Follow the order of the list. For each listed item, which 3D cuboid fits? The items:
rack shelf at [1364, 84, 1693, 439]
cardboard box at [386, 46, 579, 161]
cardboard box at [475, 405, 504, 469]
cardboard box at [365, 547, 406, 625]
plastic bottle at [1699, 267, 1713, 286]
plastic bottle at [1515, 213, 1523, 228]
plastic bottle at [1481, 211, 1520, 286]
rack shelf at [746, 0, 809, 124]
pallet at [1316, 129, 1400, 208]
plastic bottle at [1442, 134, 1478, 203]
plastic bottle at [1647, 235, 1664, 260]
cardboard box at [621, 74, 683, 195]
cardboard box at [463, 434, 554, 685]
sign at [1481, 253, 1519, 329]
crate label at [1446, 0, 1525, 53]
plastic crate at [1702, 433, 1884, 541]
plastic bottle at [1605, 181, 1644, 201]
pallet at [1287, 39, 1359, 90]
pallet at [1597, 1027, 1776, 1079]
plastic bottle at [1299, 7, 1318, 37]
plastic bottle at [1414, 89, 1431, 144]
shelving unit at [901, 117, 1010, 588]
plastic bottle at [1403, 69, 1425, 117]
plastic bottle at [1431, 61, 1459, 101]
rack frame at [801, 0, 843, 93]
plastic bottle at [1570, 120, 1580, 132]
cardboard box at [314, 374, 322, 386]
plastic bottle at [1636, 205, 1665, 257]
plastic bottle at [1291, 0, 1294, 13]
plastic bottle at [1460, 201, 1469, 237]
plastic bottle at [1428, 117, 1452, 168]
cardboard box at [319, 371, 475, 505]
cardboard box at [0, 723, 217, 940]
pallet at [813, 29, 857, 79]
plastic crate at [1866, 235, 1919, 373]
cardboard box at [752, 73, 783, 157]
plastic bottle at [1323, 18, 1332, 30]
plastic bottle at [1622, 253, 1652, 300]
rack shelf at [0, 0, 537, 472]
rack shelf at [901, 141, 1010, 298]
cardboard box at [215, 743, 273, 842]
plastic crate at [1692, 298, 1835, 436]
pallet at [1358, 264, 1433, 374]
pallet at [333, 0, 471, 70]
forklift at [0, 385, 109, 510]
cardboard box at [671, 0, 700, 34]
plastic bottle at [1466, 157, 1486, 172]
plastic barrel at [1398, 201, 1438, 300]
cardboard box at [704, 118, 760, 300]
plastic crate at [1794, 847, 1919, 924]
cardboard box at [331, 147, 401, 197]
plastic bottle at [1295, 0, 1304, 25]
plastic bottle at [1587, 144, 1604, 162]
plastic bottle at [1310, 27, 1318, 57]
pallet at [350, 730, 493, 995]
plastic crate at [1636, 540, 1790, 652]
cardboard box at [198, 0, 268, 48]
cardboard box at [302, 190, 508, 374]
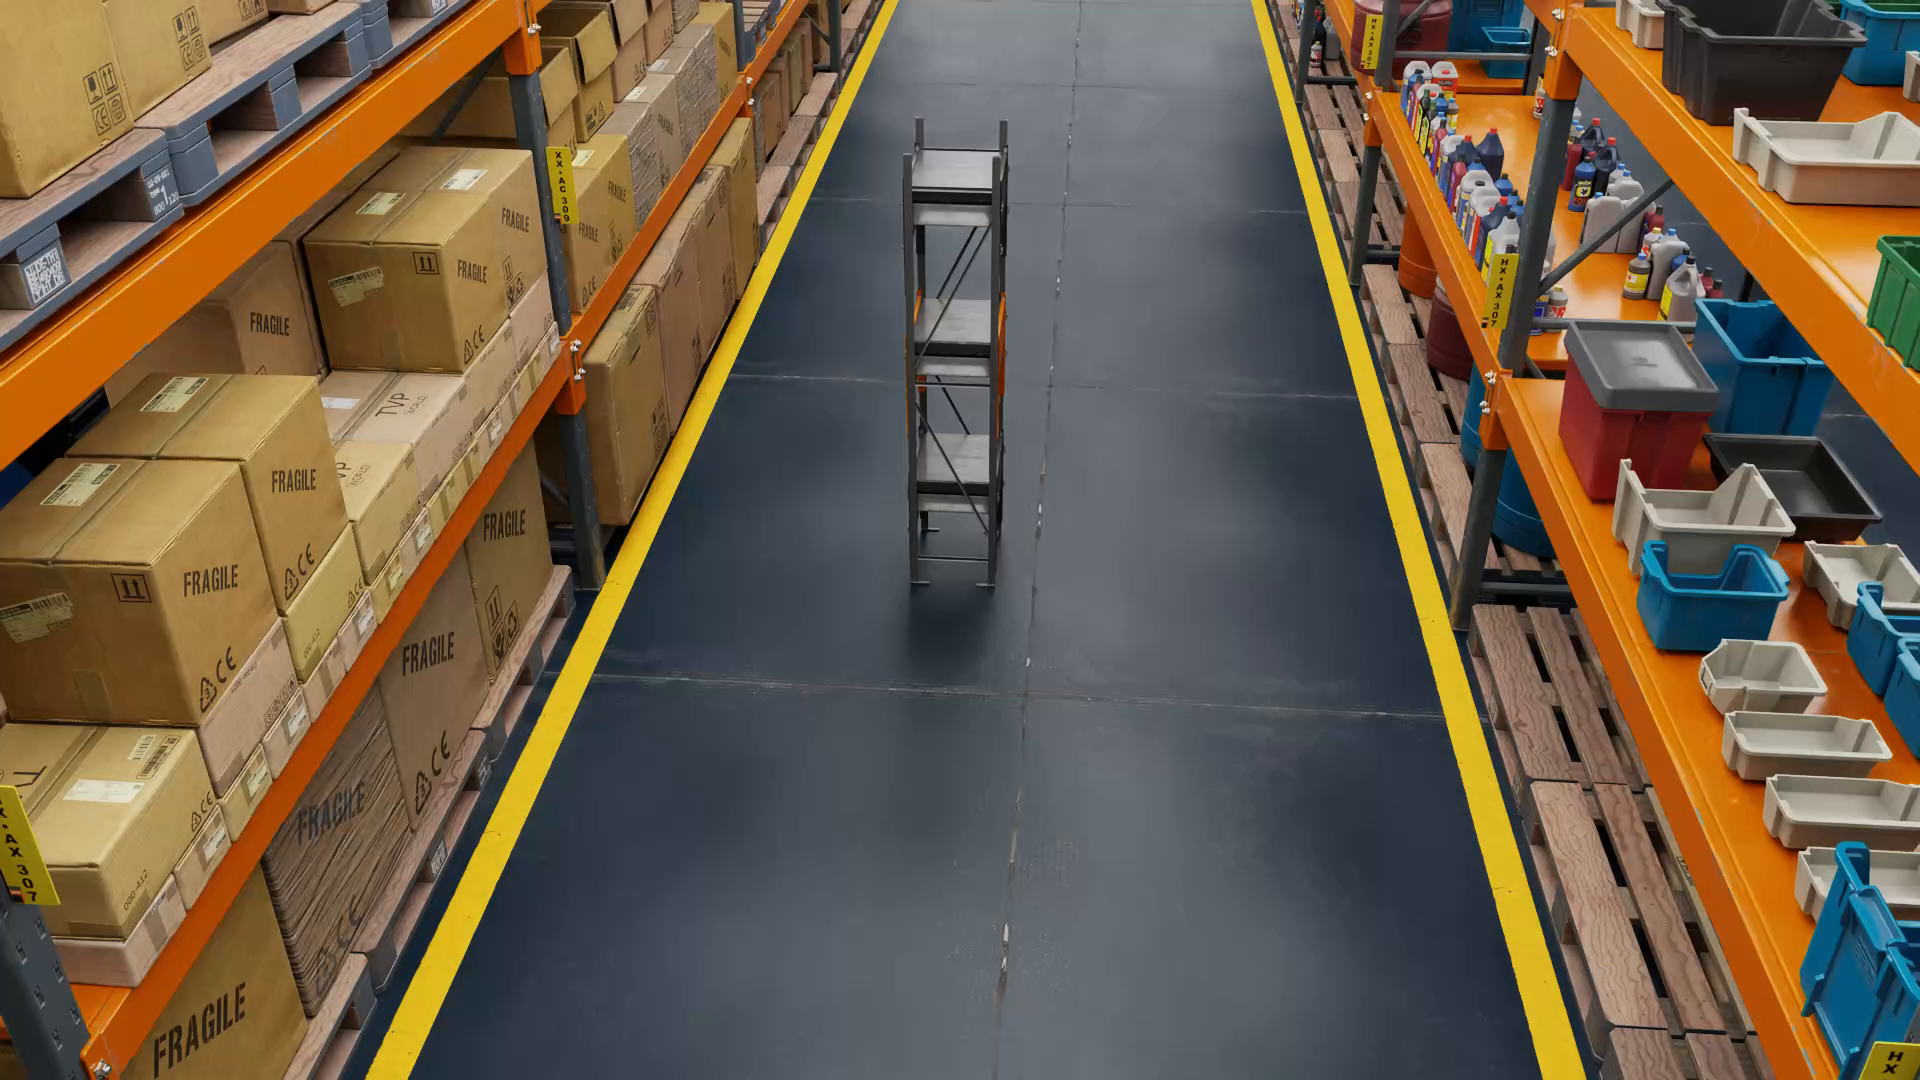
[{"bbox_3d":[2.907,-1.608,8.685,1.077,0.370,4.000,2,32,4],"label":"rack shelf"},{"bbox_3d":[-2.148,-1.884,7.396,0.797,0.503,0.637,2,32,3],"label":"cardboard box"},{"bbox_3d":[-1.953,-0.396,6.273,0.380,0.149,0.250,3,32,5],"label":"cardboard box"},{"bbox_3d":[-2.036,0.143,5.398,0.380,0.149,0.250,2,32,3],"label":"cardboard box"},{"bbox_3d":[3.210,-1.062,7.225,0.061,0.283,0.133,2,32,4],"label":"plastic bottle"},{"bbox_3d":[2.652,-1.432,7.762,0.144,0.351,0.185,2,32,4],"label":"plastic bottle"},{"bbox_3d":[2.493,-1.342,7.615,0.144,0.351,0.185,2,32,4],"label":"plastic bottle"},{"bbox_3d":[-1.704,-3.911,12.423,1.077,0.370,4.000,2,32,4],"label":"rack shelf"},{"bbox_3d":[3.274,-2.812,12.612,1.003,0.211,1.213,2,32,4],"label":"pallet"},{"bbox_3d":[2.583,-1.918,8.550,0.144,0.351,0.185,2,32,4],"label":"plastic bottle"},{"bbox_3d":[3.236,-1.311,7.708,0.097,0.201,0.097,0,32,0],"label":"plastic bottle"},{"bbox_3d":[-1.787,-2.147,8.780,0.500,0.500,0.500,3,32,5],"label":"cardboard box"},{"bbox_3d":[-2.325,-0.012,7.036,0.875,0.875,0.875,2,32,4],"label":"cardboard box"},{"bbox_3d":[2.196,-1.010,6.767,0.100,0.325,0.005,2,32,4],"label":"sign"},{"bbox_3d":[3.421,-3.483,11.009,0.502,0.435,0.616,2,32,4],"label":"crate label"},{"bbox_3d":[2.921,-0.180,5.888,0.437,0.125,0.590,2,32,4],"label":"plastic crate"},{"bbox_3d":[3.256,-1.647,8.181,0.152,0.276,0.135,2,32,4],"label":"plastic bottle"},{"bbox_3d":[3.492,-4.214,14.886,1.003,0.211,1.213,2,32,4],"label":"pallet"},{"bbox_3d":[2.525,1.981,4.834,1.003,0.211,1.213,2,32,4],"label":"pallet"},{"bbox_3d":[3.220,-4.782,15.328,0.152,0.276,0.135,3,32,5],"label":"plastic bottle"},{"bbox_3d":[2.619,-2.388,9.376,0.061,0.283,0.133,2,32,4],"label":"plastic bottle"},{"bbox_3d":[-0.013,-0.807,7.559,0.431,2.100,0.503,2,32,4],"label":"shelving unit"},{"bbox_3d":[2.676,-2.633,9.786,0.097,0.271,0.097,0,32,0],"label":"plastic bottle"},{"bbox_3d":[2.864,-2.688,9.871,0.152,0.276,0.135,2,32,4],"label":"plastic bottle"},{"bbox_3d":[-1.541,-5.263,13.931,1.000,3.000,0.127,2,32,4],"label":"rack frame"},{"bbox_3d":[3.376,-2.211,9.168,0.097,0.201,0.097,0,32,0],"label":"plastic bottle"},{"bbox_3d":[-2.573,-0.377,5.862,0.500,0.250,0.500,3,32,5],"label":"cardboard box"},{"bbox_3d":[3.272,-1.456,7.865,0.061,0.283,0.133,2,32,4],"label":"plastic bottle"},{"bbox_3d":[3.263,-5.234,16.065,0.097,0.271,0.097,0,32,0],"label":"plastic bottle"},{"bbox_3d":[2.518,-1.590,8.161,0.097,0.201,0.097,0,32,0],"label":"plastic bottle"},{"bbox_3d":[2.601,-2.150,9.002,0.097,0.271,0.097,0,32,0],"label":"plastic bottle"},{"bbox_3d":[-2.047,-0.363,5.839,0.500,0.250,0.500,3,32,5],"label":"cardboard box"},{"bbox_3d":[-2.209,0.710,4.099,0.500,0.250,0.500,2,32,3],"label":"cardboard box"},{"bbox_3d":[-1.521,-4.429,15.235,1.003,0.211,1.213,2,32,4],"label":"pallet"},{"bbox_3d":[2.215,-0.491,3.531,0.450,0.188,0.336,2,32,4],"label":"plastic crate"},{"bbox_3d":[-1.760,-3.233,12.600,0.700,0.500,0.500,5,32,8],"label":"cardboard box"},{"bbox_3d":[3.326,-4.535,14.927,0.152,0.276,0.135,2,32,4],"label":"plastic bottle"},{"bbox_3d":[3.066,-1.196,7.521,0.097,0.201,0.097,0,32,0],"label":"plastic bottle"},{"bbox_3d":[-2.355,-1.005,4.848,1.077,0.370,4.000,2,32,4],"label":"rack shelf"},{"bbox_3d":[-0.014,-1.392,7.199,0.431,0.518,0.480,2,32,4],"label":"rack shelf"},{"bbox_3d":[-2.120,0.679,4.528,0.380,0.149,0.250,2,32,3],"label":"cardboard box"},{"bbox_3d":[3.046,-0.628,6.368,0.392,0.384,0.575,2,32,4],"label":"plastic crate"},{"bbox_3d":[3.048,-1.359,10.253,1.003,0.211,1.213,2,32,4],"label":"pallet"},{"bbox_3d":[-2.269,-1.892,5.686,1.003,0.211,1.213,2,32,4],"label":"pallet"},{"bbox_3d":[-4.571,-1.214,7.426,1.130,2.935,3.031,2,32,3],"label":"forklift"},{"bbox_3d":[-1.942,-3.259,9.628,0.797,0.503,0.637,3,32,6],"label":"cardboard box"},{"bbox_3d":[2.609,-1.809,8.448,0.097,0.271,0.097,0,32,0],"label":"plastic bottle"},{"bbox_3d":[3.047,-1.958,10.237,0.600,0.830,0.708,2,32,4],"label":"plastic barrel"},{"bbox_3d":[-1.943,-2.086,10.400,1.225,0.875,0.875,1,32,2],"label":"cardboard box"},{"bbox_3d":[2.305,0.876,4.164,0.396,0.136,0.243,2,32,4],"label":"plastic crate"},{"bbox_3d":[-2.486,-1.222,6.519,0.500,0.500,0.500,2,32,4],"label":"cardboard box"},{"bbox_3d":[3.227,-5.003,15.690,0.097,0.271,0.097,0,32,0],"label":"plastic bottle"},{"bbox_3d":[3.283,-1.919,8.616,0.061,0.283,0.133,2,32,4],"label":"plastic bottle"},{"bbox_3d":[3.106,-4.348,14.616,0.061,0.283,0.133,4,32,6],"label":"plastic bottle"},{"bbox_3d":[-2.429,1.141,6.197,1.003,0.211,1.213,2,32,4],"label":"pallet"},{"bbox_3d":[2.331,0.184,5.194,0.416,0.233,0.300,2,32,4],"label":"plastic crate"},{"bbox_3d":[-2.428,-1.661,4.636,0.700,0.500,0.500,4,32,6],"label":"cardboard box"},{"bbox_3d":[-2.008,-0.948,6.074,0.500,0.500,0.500,3,32,4],"label":"cardboard box"}]
